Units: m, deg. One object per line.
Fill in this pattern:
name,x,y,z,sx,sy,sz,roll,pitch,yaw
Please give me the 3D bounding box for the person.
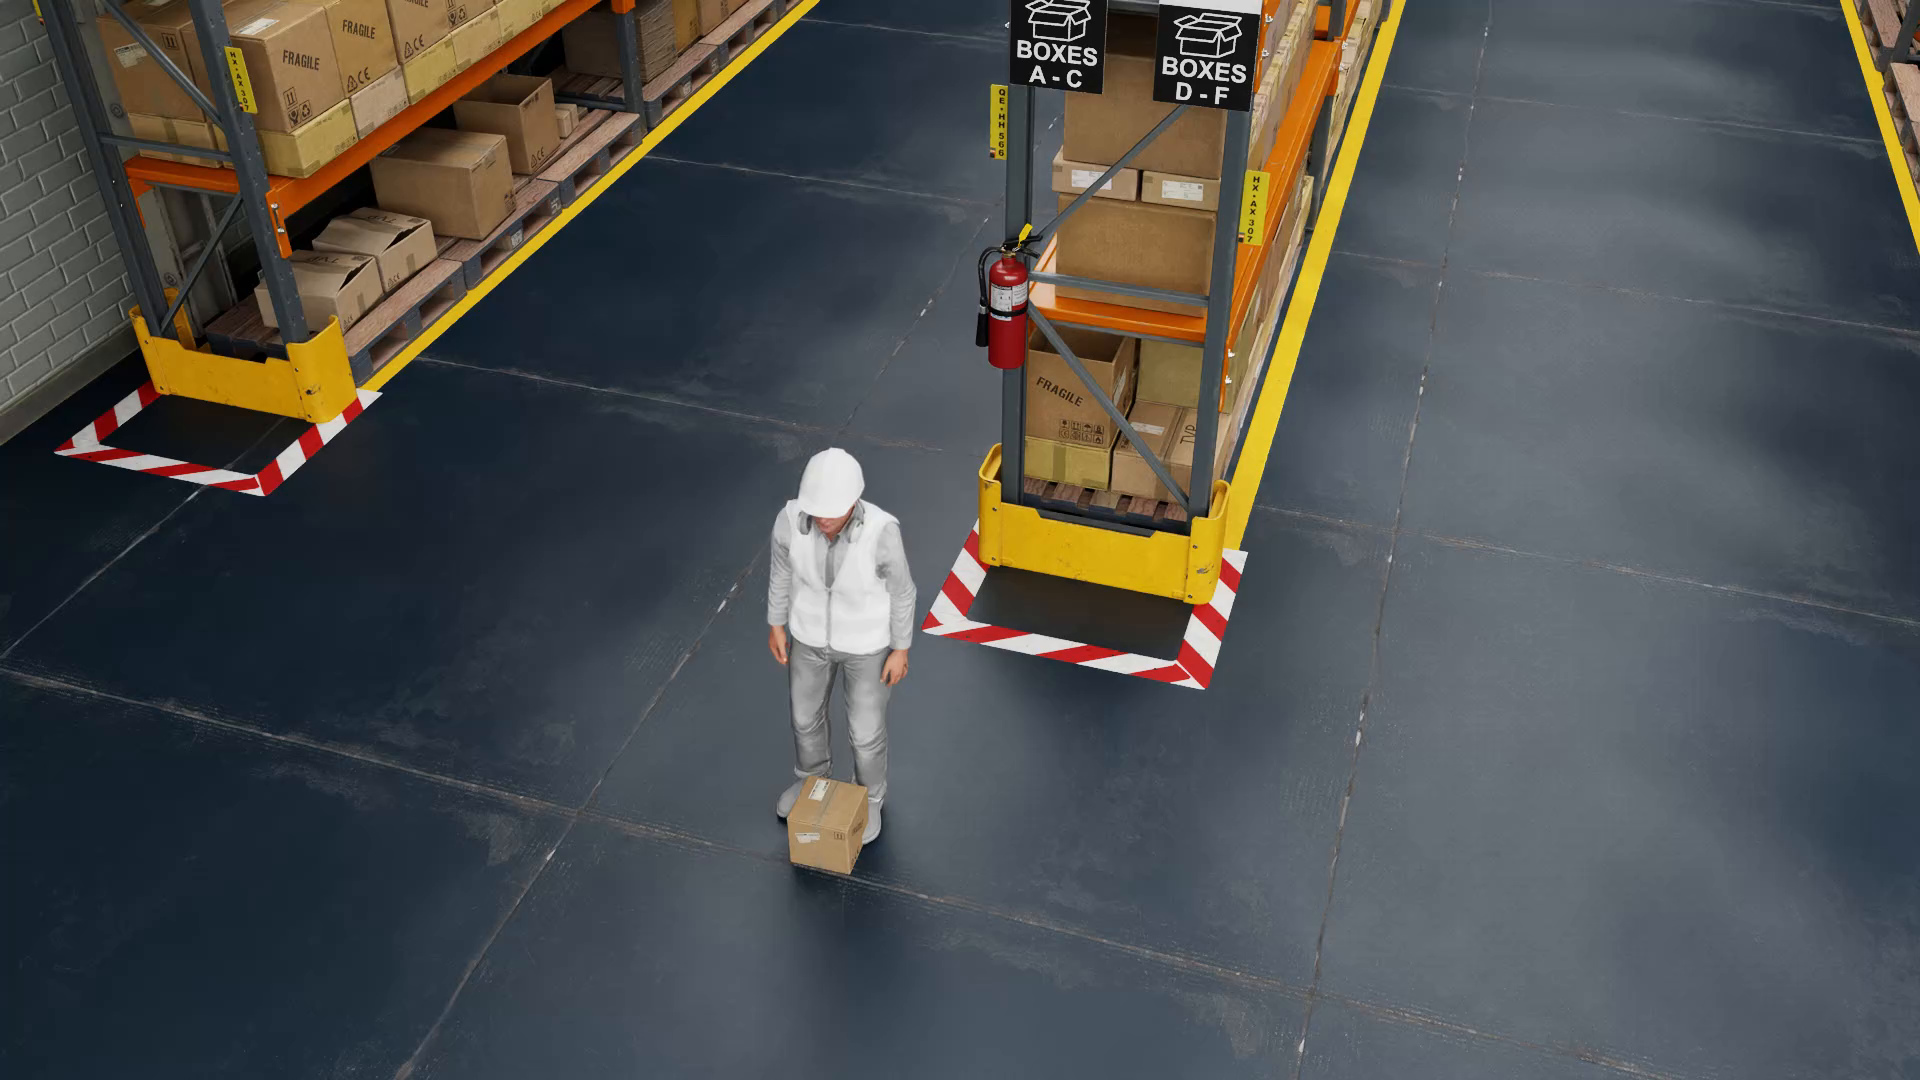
person,-0.458,0.374,6.370,0.579,1.771,0.472,9,38,12
